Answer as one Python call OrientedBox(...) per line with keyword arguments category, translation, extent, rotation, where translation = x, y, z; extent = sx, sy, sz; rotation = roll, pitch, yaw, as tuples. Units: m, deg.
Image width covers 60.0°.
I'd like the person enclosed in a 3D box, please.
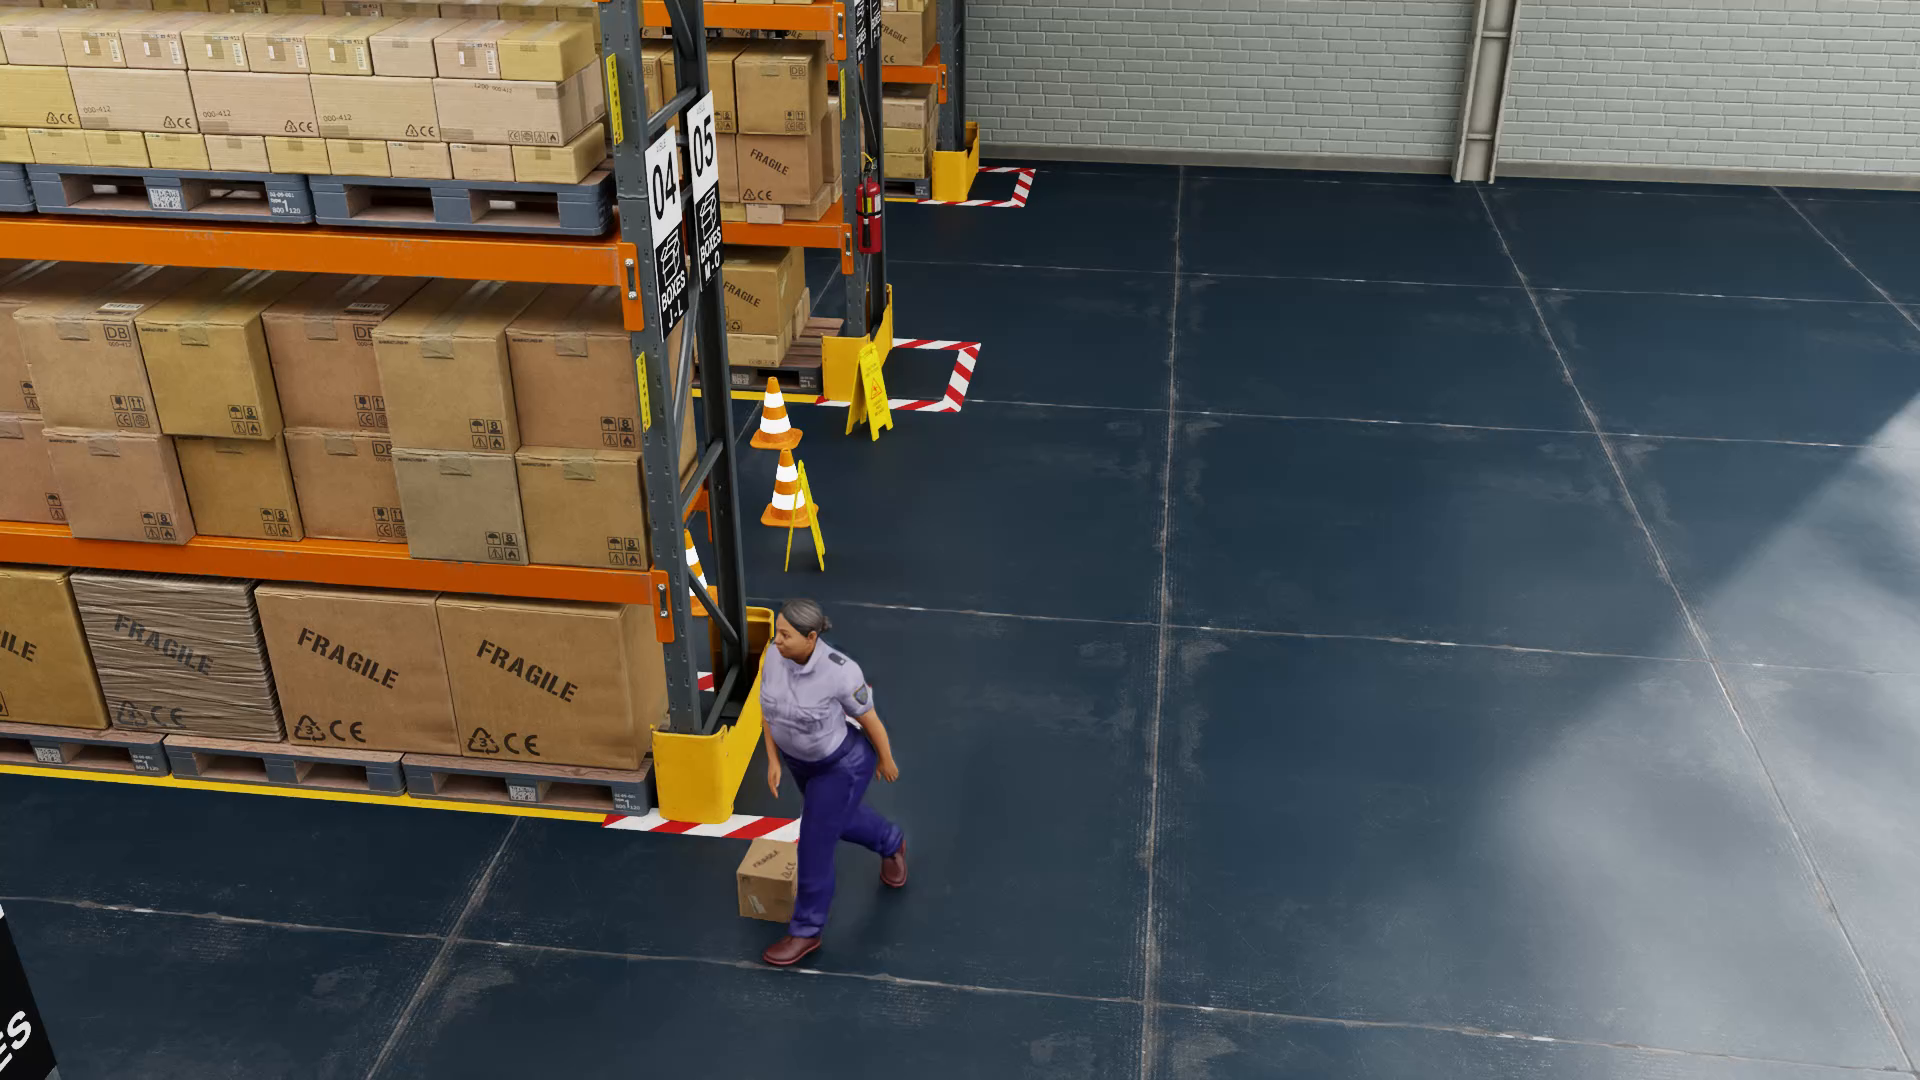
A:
OrientedBox(category="person", translation=(-0.585, 0.918, 6.965), extent=(0.515, 1.594, 0.948), rotation=(21, 35, 33))
